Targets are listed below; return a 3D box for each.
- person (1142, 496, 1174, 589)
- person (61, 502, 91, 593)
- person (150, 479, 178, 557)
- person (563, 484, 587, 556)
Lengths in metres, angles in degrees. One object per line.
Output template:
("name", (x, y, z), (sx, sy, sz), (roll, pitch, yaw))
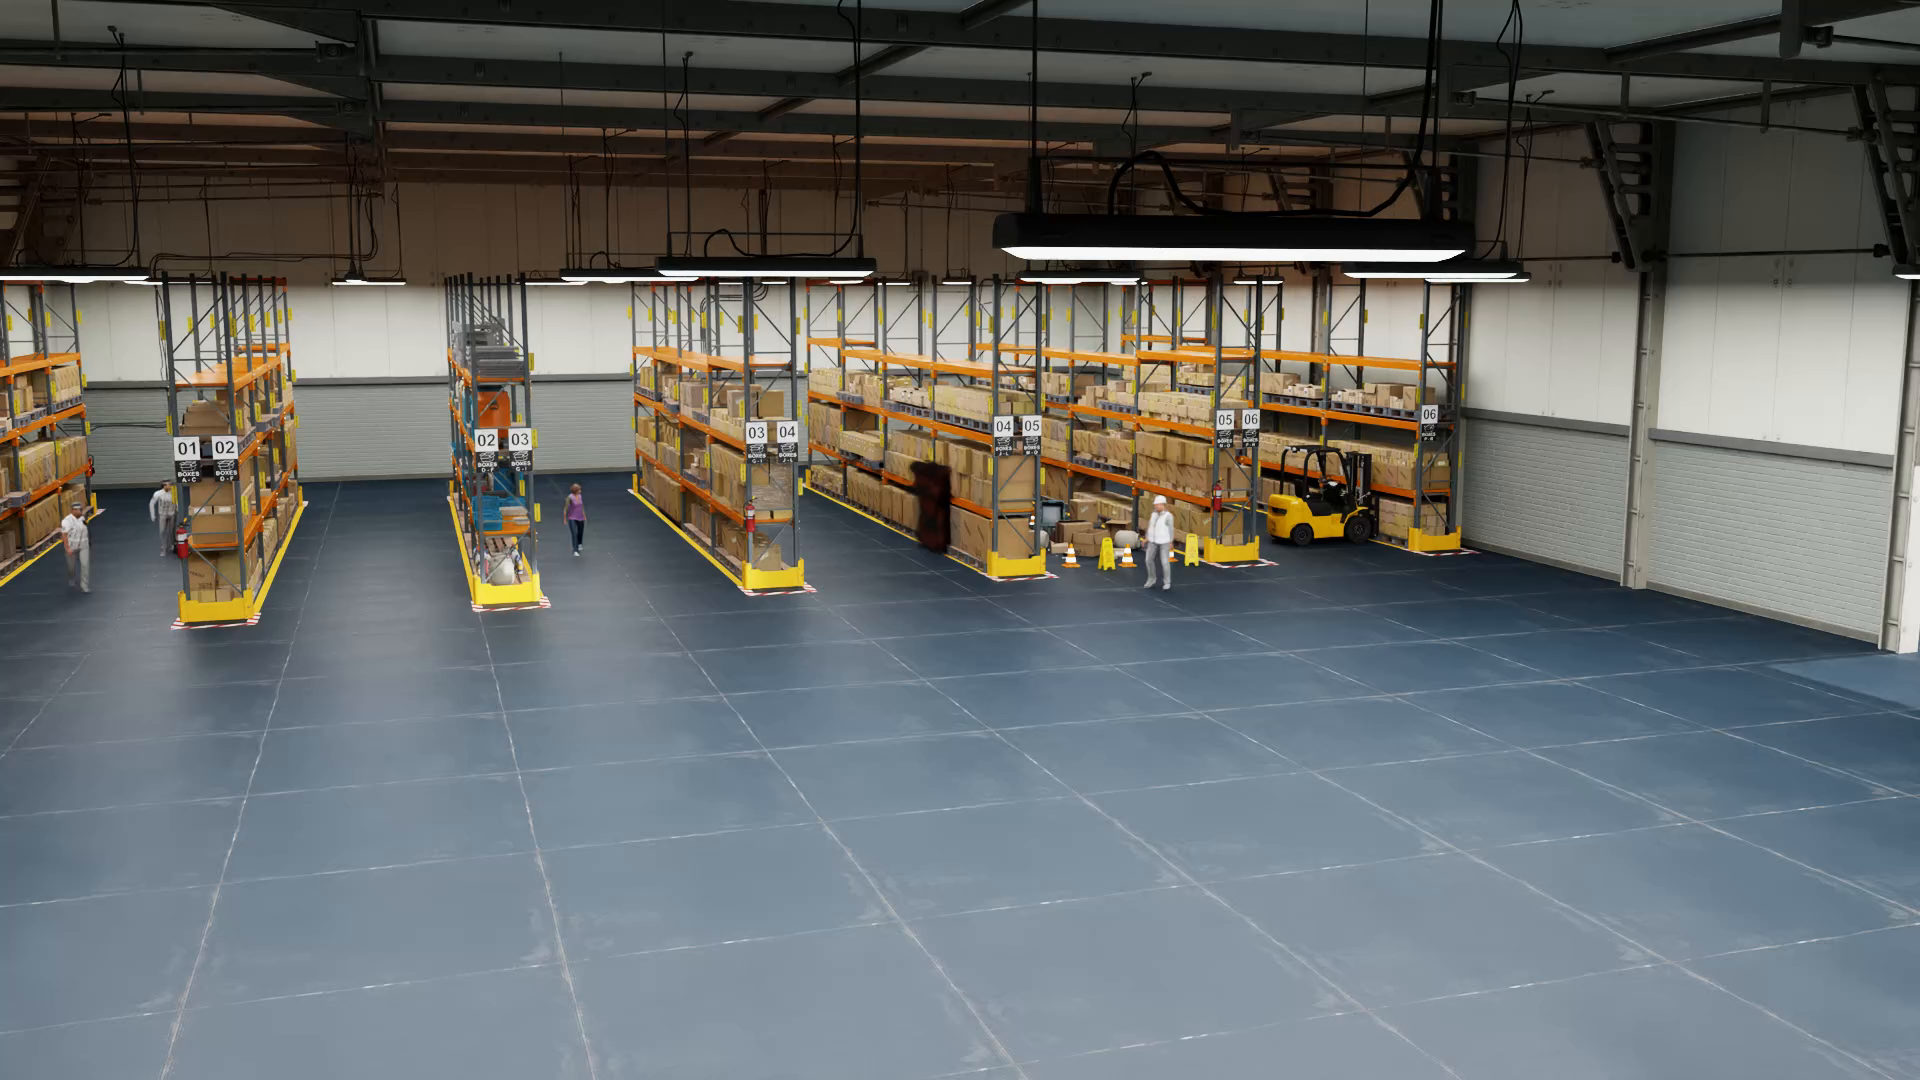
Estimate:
("person", (3.796, 0.046, 31.864), (0.619, 1.800, 0.370), (7, 11, 38))
("person", (-16.753, 0.129, 31.538), (0.510, 1.707, 0.892), (-5, 10, -32))
("person", (-17.253, -0.507, 36.158), (0.621, 1.677, 0.908), (-3, 9, -17))
("person", (-8.328, -0.451, 35.905), (0.498, 1.542, 0.915), (-3, 9, -21))
